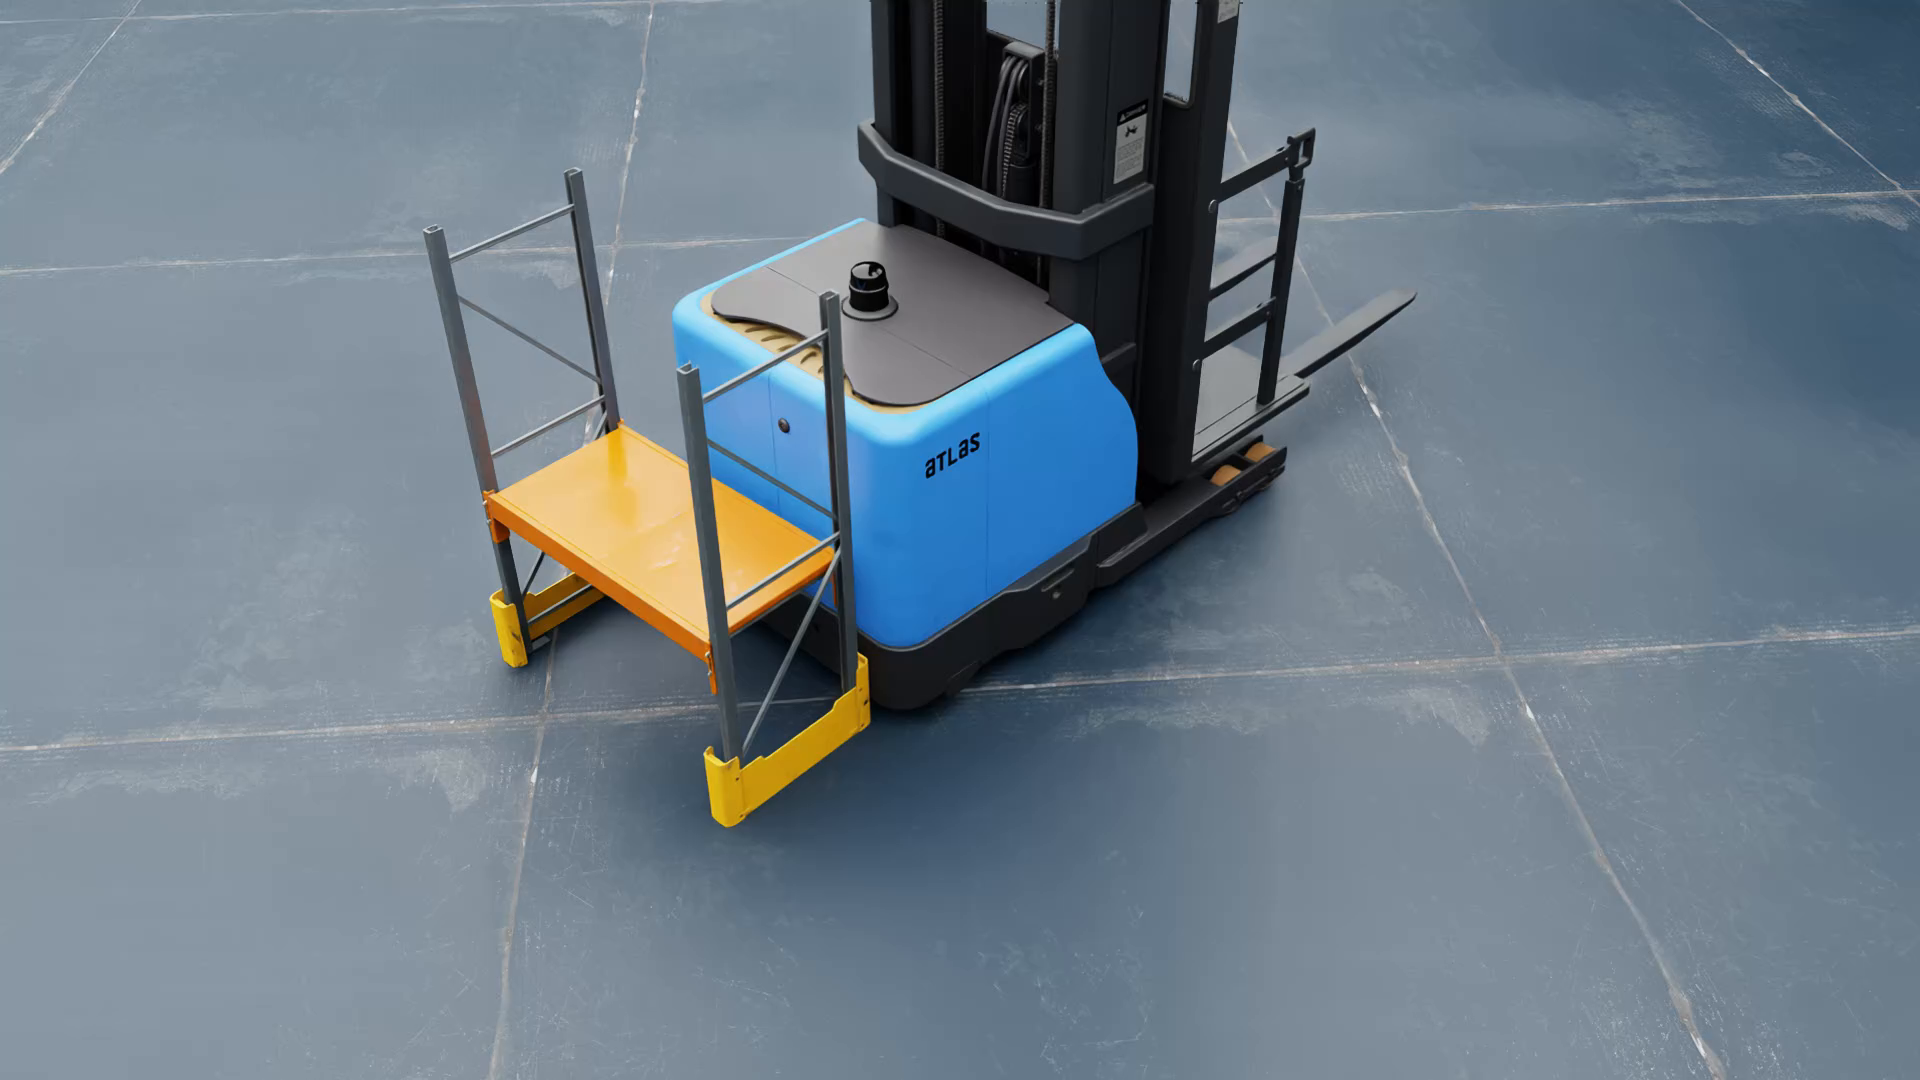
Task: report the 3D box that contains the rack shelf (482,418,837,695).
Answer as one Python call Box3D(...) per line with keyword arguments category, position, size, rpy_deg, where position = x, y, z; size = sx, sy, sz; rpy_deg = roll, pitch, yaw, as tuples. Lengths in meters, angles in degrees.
Box3D(category="rack shelf", position=(-0.853, 0.019, 4.806), size=(1.000, 0.185, 0.538), rpy_deg=(29, 47, 32))

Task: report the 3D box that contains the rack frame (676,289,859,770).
Box3D(category="rack frame", position=(-0.475, 0.088, 4.428), size=(0.032, 1.500, 0.500), rpy_deg=(29, 47, 32))

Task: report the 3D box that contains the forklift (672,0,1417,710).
Box3D(category="forklift", position=(0.525, -1.450, 5.221), size=(1.130, 2.935, 3.031), rpy_deg=(32, 48, 34))

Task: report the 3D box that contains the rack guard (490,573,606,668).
Box3D(category="rack guard", position=(-1.230, 0.158, 5.348), size=(0.087, 0.250, 0.587), rpy_deg=(29, 47, 32))

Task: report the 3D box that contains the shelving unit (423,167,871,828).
Box3D(category="shelving unit", position=(-0.860, -0.126, 4.699), size=(1.083, 1.500, 0.587), rpy_deg=(29, 47, 32))

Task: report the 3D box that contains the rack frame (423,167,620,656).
Box3D(category="rack frame", position=(-1.231, -0.333, 4.961), size=(0.032, 1.500, 0.500), rpy_deg=(29, 47, 32))

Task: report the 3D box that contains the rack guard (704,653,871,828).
Box3D(category="rack guard", position=(-0.490, 0.571, 4.825), size=(0.087, 0.250, 0.587), rpy_deg=(29, 47, 32))
